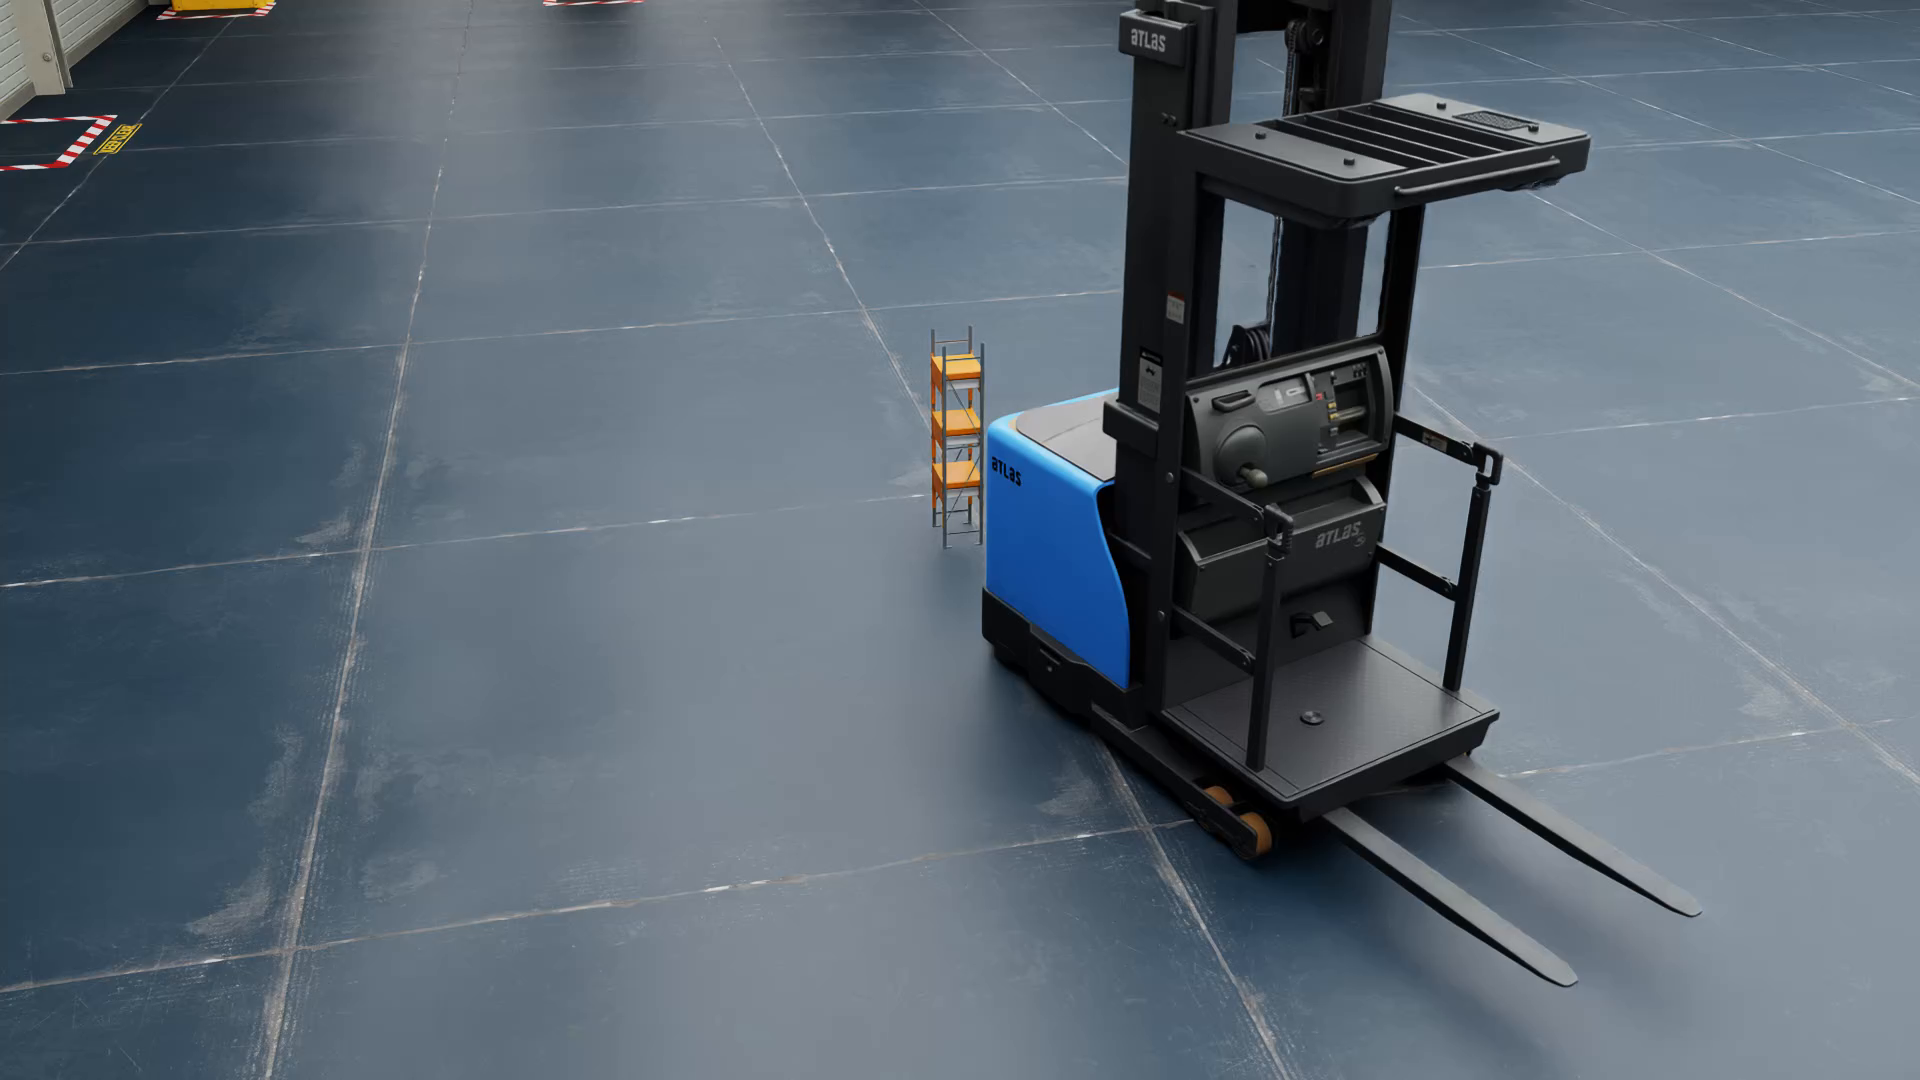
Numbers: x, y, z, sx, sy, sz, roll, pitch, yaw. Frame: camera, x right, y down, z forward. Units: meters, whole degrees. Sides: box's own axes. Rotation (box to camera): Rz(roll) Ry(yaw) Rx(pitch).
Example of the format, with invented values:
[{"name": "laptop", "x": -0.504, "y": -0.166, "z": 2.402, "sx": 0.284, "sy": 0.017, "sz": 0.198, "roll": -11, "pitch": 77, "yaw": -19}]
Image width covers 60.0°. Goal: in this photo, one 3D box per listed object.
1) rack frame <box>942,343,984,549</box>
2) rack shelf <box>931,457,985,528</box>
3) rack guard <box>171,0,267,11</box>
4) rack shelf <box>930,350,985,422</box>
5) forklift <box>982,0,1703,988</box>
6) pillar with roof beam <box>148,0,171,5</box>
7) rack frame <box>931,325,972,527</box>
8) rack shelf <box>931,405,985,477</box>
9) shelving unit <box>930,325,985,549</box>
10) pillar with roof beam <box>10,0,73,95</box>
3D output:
[{"name": "rack frame", "x": 0.015, "y": -0.439, "z": 7.954, "sx": 0.200, "sy": 1.050, "sz": 0.008, "roll": -6, "pitch": 27, "yaw": -12}, {"name": "rack shelf", "x": -0.012, "y": -0.235, "z": 8.190, "sx": 0.215, "sy": 0.259, "sz": 0.240, "roll": -6, "pitch": 27, "yaw": -12}, {"name": "rack guard", "x": -10.052, "y": -7.466, "z": 22.488, "sx": 1.175, "sy": 0.500, "sz": 0.348, "roll": -6, "pitch": 27, "yaw": -12}, {"name": "rack shelf", "x": -0.012, "y": -0.736, "z": 7.937, "sx": 0.215, "sy": 0.259, "sz": 0.240, "roll": -6, "pitch": 27, "yaw": -12}, {"name": "forklift", "x": 1.311, "y": -0.404, "z": 5.798, "sx": 1.130, "sy": 2.935, "sz": 3.031, "roll": -16, "pitch": 31, "yaw": -29}, {"name": "pillar with roof beam", "x": -6.841, "y": -11.884, "z": 21.808, "sx": 9.100, "sy": 9.000, "sz": 0.400, "roll": -6, "pitch": 27, "yaw": -12}, {"name": "rack frame", "x": -0.040, "y": -0.546, "z": 8.166, "sx": 0.200, "sy": 1.050, "sz": 0.008, "roll": -6, "pitch": 27, "yaw": -12}, {"name": "rack shelf", "x": -0.012, "y": -0.483, "z": 8.065, "sx": 0.215, "sy": 0.259, "sz": 0.240, "roll": -6, "pitch": 27, "yaw": -12}, {"name": "shelving unit", "x": -0.012, "y": -0.492, "z": 8.060, "sx": 0.215, "sy": 1.050, "sz": 0.252, "roll": -6, "pitch": 27, "yaw": -12}, {"name": "pillar with roof beam", "x": -5.489, "y": -9.250, "z": 16.589, "sx": 9.100, "sy": 9.000, "sz": 0.400, "roll": -6, "pitch": 27, "yaw": -12}]
